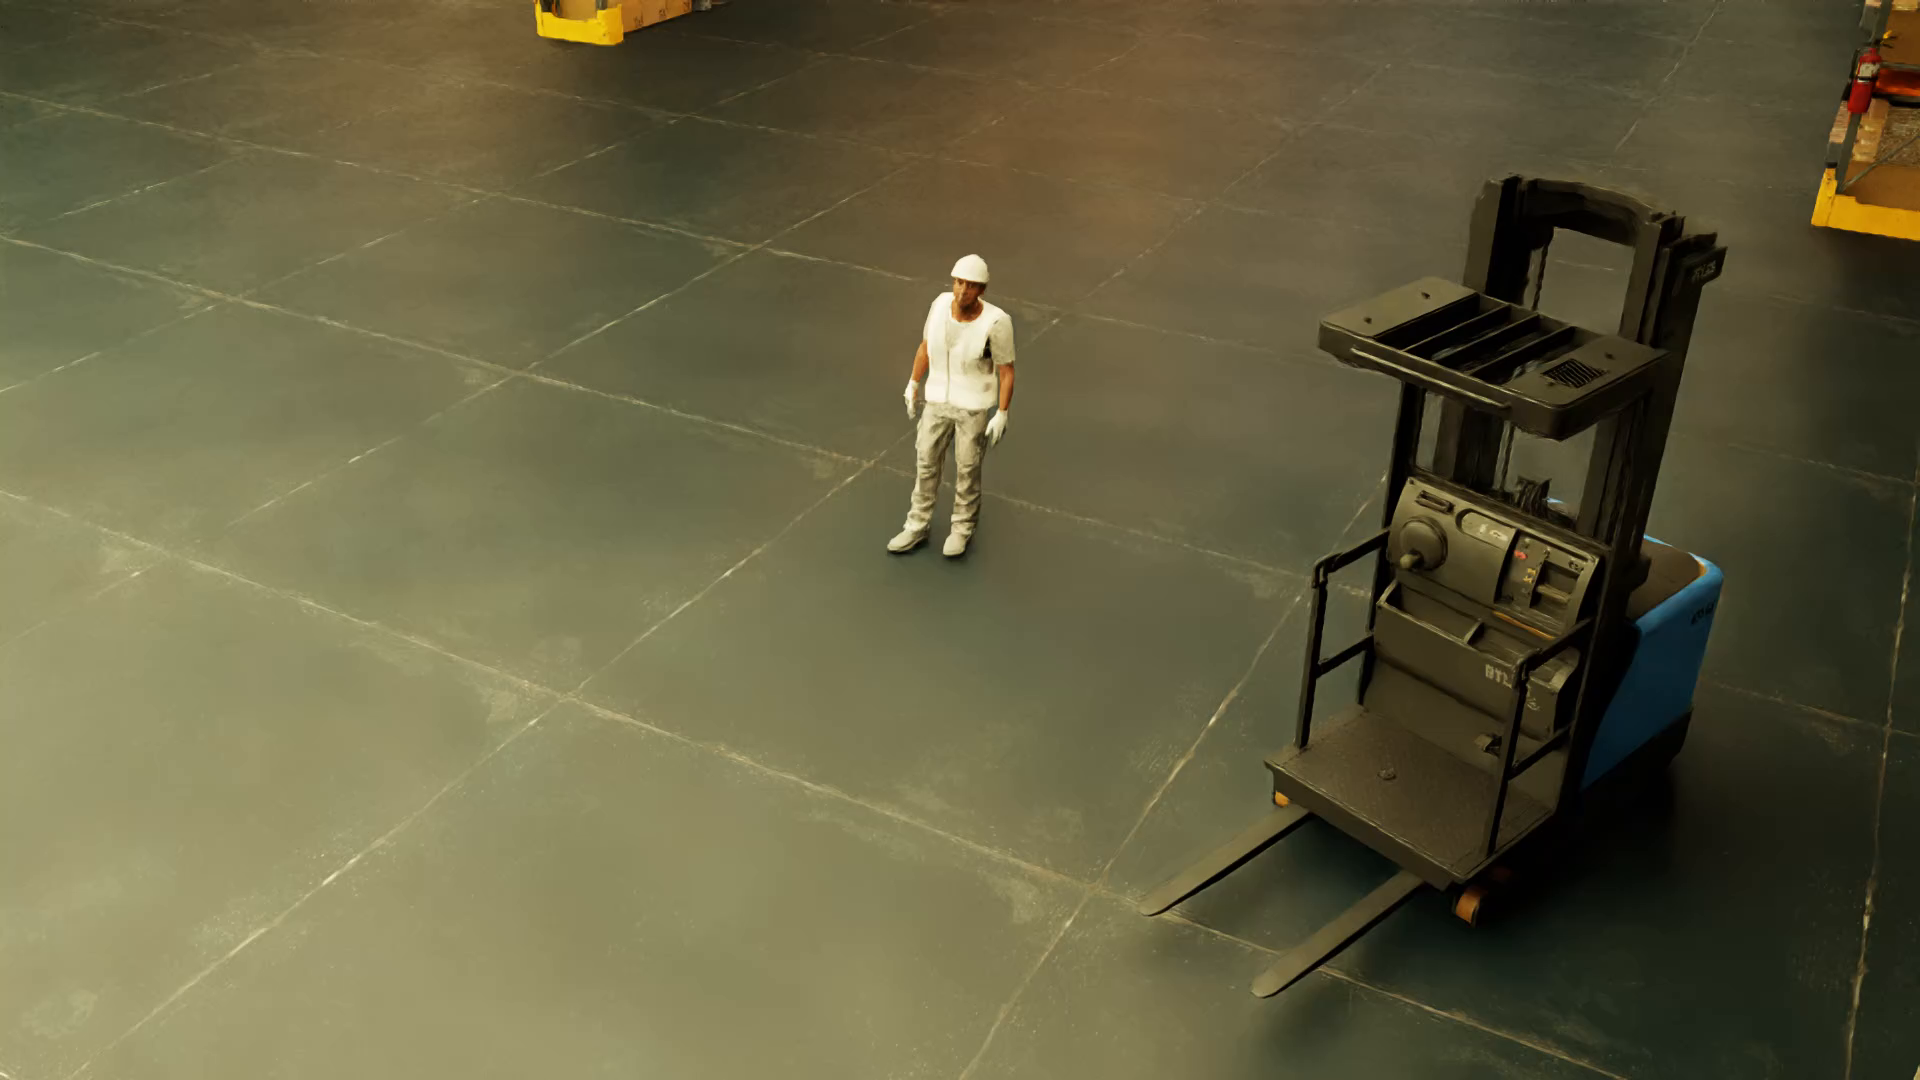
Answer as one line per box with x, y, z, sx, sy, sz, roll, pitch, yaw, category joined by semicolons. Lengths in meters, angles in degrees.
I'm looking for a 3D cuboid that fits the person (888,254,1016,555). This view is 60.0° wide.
-0.042;-0.749;9.502;0.655;1.782;0.576;15;33;25;person

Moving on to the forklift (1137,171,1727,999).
2.092;0.084;6.925;3.031;2.935;1.130;-24;37;-35;forklift
